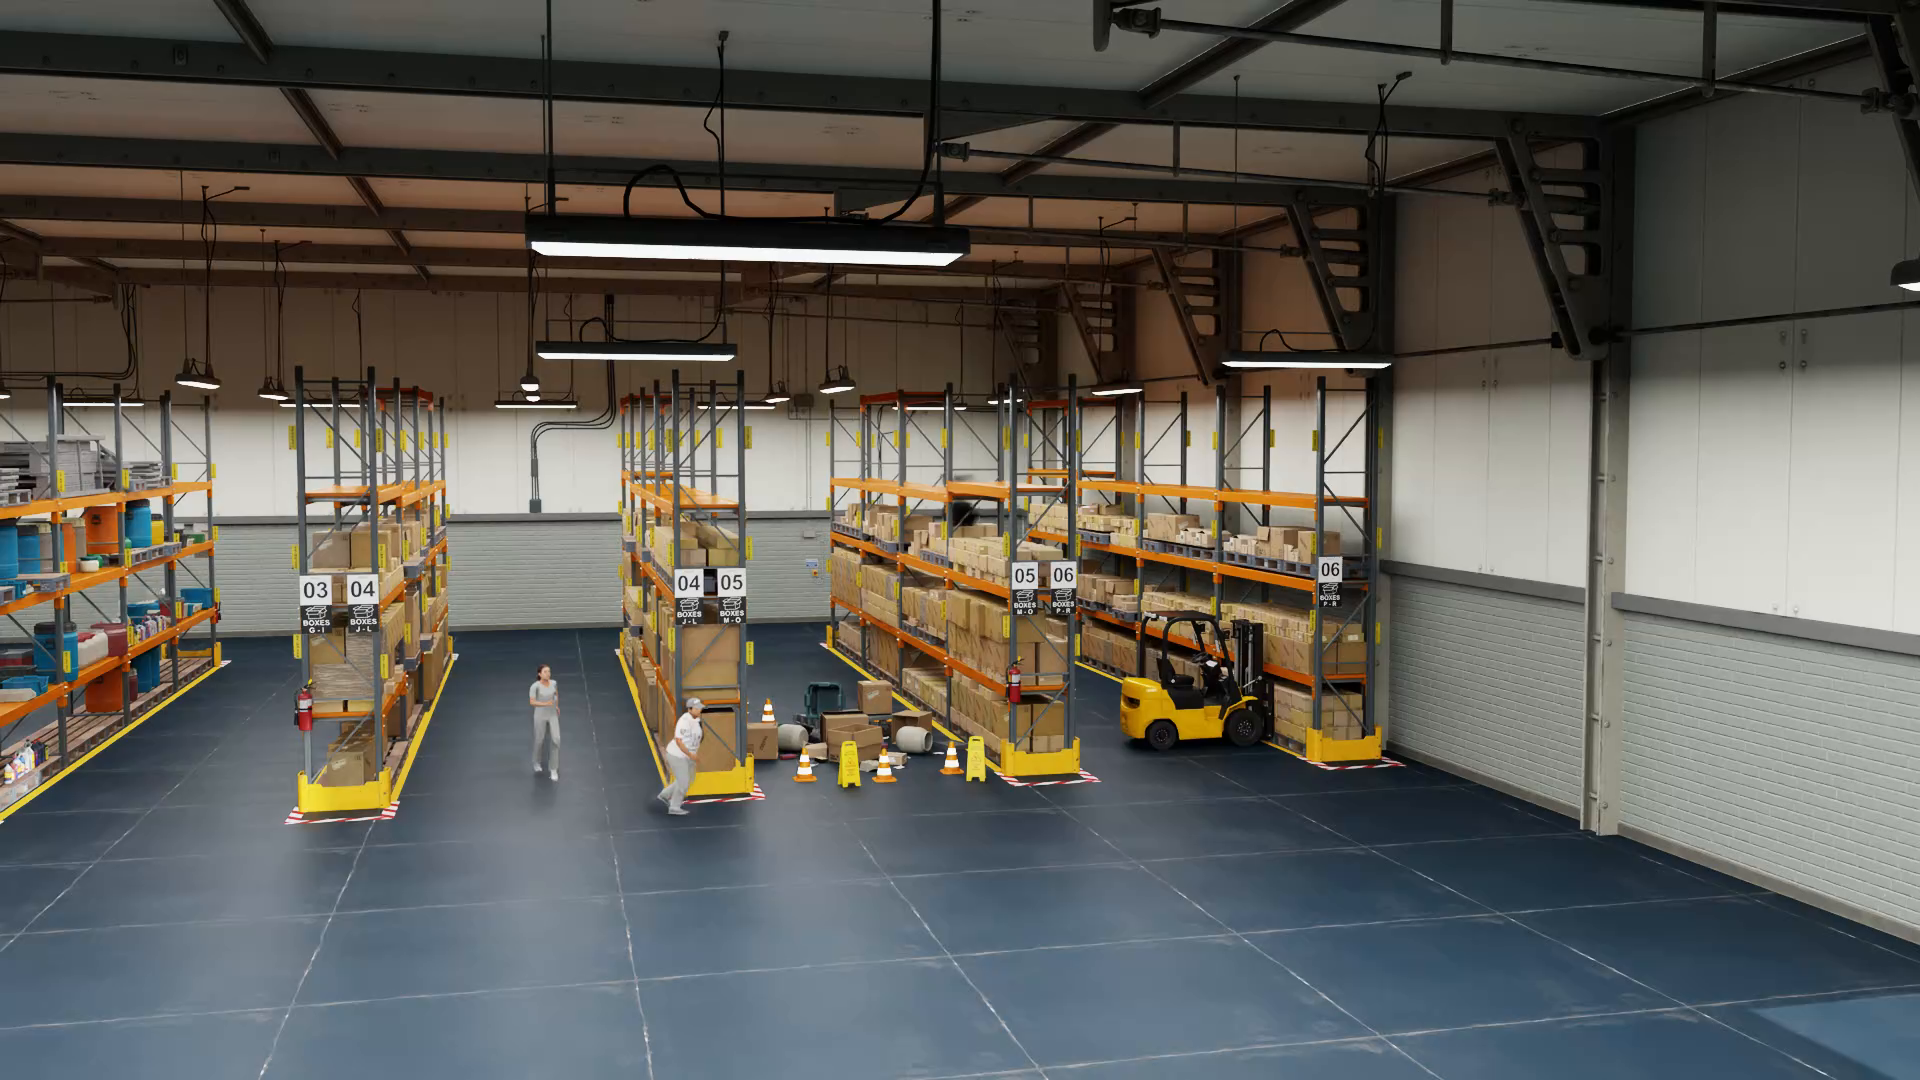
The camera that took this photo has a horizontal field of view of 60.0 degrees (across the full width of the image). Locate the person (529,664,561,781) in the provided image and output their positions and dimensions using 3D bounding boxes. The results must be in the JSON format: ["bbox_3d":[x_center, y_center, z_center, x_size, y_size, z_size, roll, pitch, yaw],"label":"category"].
[{"bbox_3d":[-6.173,2.689,24.727,0.505,1.722,0.838,-2,4,-30],"label":"person"}]

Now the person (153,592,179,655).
[{"bbox_3d":[-18.125,1.934,37.820,0.844,1.638,0.755,1,4,19],"label":"person"}]

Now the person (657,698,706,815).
[{"bbox_3d":[-3.732,2.882,22.241,0.773,1.584,0.593,1,3,13],"label":"person"}]
